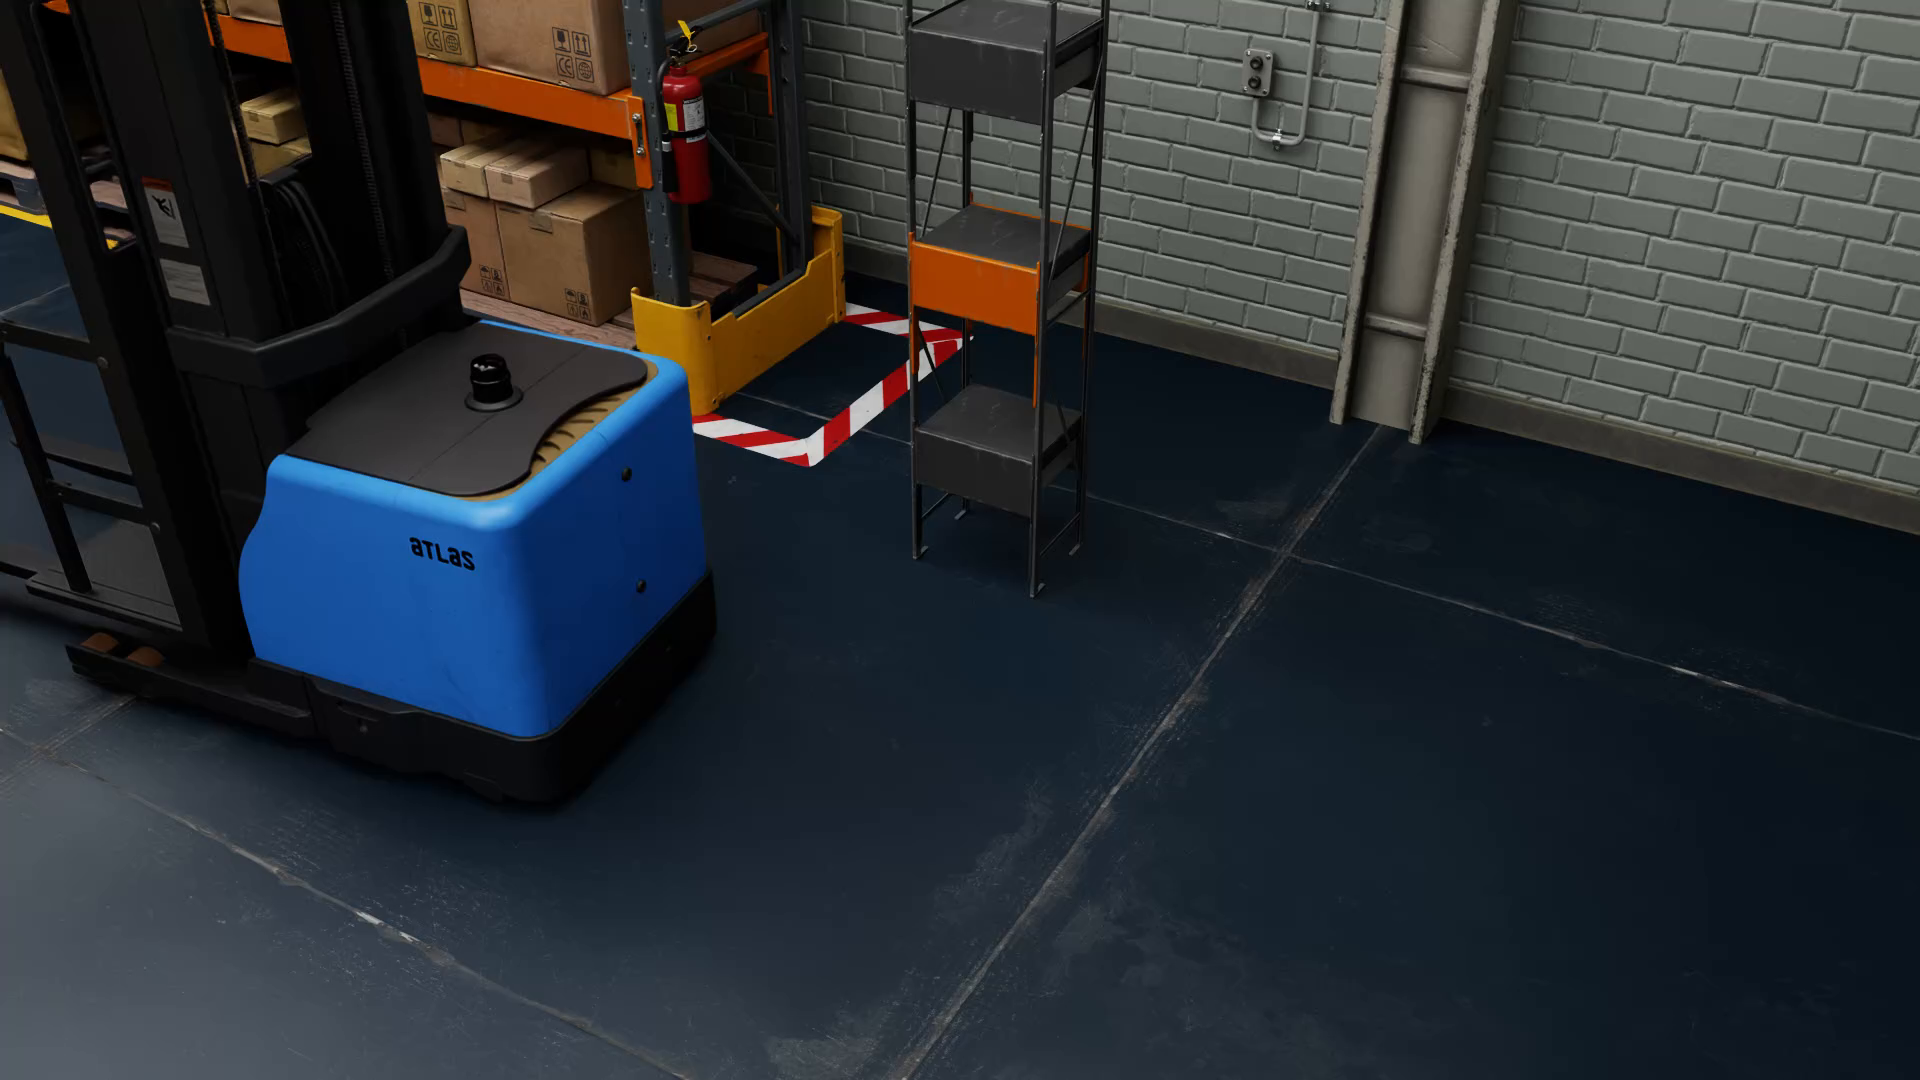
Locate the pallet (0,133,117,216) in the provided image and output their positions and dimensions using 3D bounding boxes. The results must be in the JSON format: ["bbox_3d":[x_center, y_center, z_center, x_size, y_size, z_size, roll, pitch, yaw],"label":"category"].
[{"bbox_3d":[-5.153,-2.209,9.376,1.213,0.211,1.003,18,37,24],"label":"pallet"}]

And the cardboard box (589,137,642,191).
[{"bbox_3d":[-1.422,-1.704,7.394,0.250,0.149,0.380,18,38,25],"label":"cardboard box"}]

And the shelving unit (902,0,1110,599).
[{"bbox_3d":[0.144,-0.828,5.600,0.503,2.100,0.431,18,37,24],"label":"shelving unit"}]

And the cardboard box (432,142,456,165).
[{"bbox_3d":[-2.501,-1.648,7.894,0.500,0.500,0.700,16,37,23],"label":"cardboard box"}]

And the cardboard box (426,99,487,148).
[{"bbox_3d":[-2.300,-1.982,7.811,0.250,0.149,0.380,18,38,25],"label":"cardboard box"}]

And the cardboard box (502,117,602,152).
[{"bbox_3d":[-1.862,-1.843,7.602,0.250,0.149,0.380,18,38,25],"label":"cardboard box"}]

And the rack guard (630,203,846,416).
[{"bbox_3d":[-0.951,-1.046,7.370,0.348,0.500,1.175,18,37,24],"label":"rack guard"}]

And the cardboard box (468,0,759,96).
[{"bbox_3d":[-1.420,-2.354,6.808,0.700,0.700,0.980,19,38,26],"label":"cardboard box"}]

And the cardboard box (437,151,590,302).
[{"bbox_3d":[-2.064,-1.510,7.687,0.500,0.500,0.700,17,37,24],"label":"cardboard box"}]

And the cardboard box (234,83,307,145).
[{"bbox_3d":[-3.187,-2.017,7.864,0.250,0.149,0.380,16,37,23],"label":"cardboard box"}]

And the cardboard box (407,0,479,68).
[{"bbox_3d":[-2.057,-2.548,7.100,0.700,0.700,0.980,17,37,24],"label":"cardboard box"}]

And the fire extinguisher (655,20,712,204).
[{"bbox_3d":[-1.070,-1.642,6.416,0.183,0.674,0.296,18,37,24],"label":"fire extinguisher"}]

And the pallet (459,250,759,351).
[{"bbox_3d":[-1.705,-1.115,7.734,1.213,0.211,1.003,18,37,24],"label":"pallet"}]

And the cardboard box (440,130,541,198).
[{"bbox_3d":[-2.054,-1.660,7.327,0.250,0.149,0.380,19,38,26],"label":"cardboard box"}]

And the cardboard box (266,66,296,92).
[{"bbox_3d":[-3.187,-2.262,8.232,0.250,0.149,0.380,16,37,23],"label":"cardboard box"}]

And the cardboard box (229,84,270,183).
[{"bbox_3d":[-3.412,-1.933,8.323,0.500,0.500,0.700,17,37,24],"label":"cardboard box"}]

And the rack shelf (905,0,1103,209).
[{"bbox_3d":[0.144,-1.400,5.219,0.480,0.518,0.431,18,37,24],"label":"rack shelf"}]

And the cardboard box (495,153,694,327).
[{"bbox_3d":[-1.630,-1.372,7.481,0.500,0.500,0.700,18,37,24],"label":"cardboard box"}]

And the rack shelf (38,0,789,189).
[{"bbox_3d":[-2.709,-2.344,7.713,4.000,0.370,1.077,18,37,24],"label":"rack shelf"}]

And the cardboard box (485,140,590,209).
[{"bbox_3d":[-1.832,-1.590,7.222,0.250,0.149,0.380,17,37,24],"label":"cardboard box"}]

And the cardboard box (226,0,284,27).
[{"bbox_3d":[-2.715,-2.763,7.422,0.700,0.700,0.980,16,37,22],"label":"cardboard box"}]

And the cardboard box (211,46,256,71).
[{"bbox_3d":[-3.874,-2.478,8.556,0.250,0.149,0.380,17,37,24],"label":"cardboard box"}]

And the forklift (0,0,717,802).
[{"bbox_3d":[-2.395,-0.956,5.041,3.031,2.935,1.130,13,36,19],"label":"forklift"}]

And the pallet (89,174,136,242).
[{"bbox_3d":[-3.824,-1.786,8.742,1.213,0.211,1.003,18,37,24],"label":"pallet"}]

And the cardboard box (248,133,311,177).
[{"bbox_3d":[-2.968,-1.791,8.109,0.500,0.500,0.700,18,38,25],"label":"cardboard box"}]

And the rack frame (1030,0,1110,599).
[{"bbox_3d":[0.356,-0.761,5.499,0.015,2.100,0.400,18,37,24],"label":"rack frame"}]

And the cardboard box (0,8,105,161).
[{"bbox_3d":[-5.074,-2.590,8.993,0.750,0.750,0.750,18,38,25],"label":"cardboard box"}]

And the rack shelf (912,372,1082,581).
[{"bbox_3d":[0.144,-0.234,5.995,0.480,0.518,0.431,18,37,24],"label":"rack shelf"}]

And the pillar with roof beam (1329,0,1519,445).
[{"bbox_3d":[-0.335,-2.192,1.424,0.400,9.000,9.100,18,37,24],"label":"pillar with roof beam"}]

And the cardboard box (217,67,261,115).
[{"bbox_3d":[-3.640,-2.161,8.080,0.250,0.149,0.380,19,38,26],"label":"cardboard box"}]

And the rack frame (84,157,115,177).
[{"bbox_3d":[-4.445,-3.193,8.339,0.127,3.000,1.000,18,37,24],"label":"rack frame"}]

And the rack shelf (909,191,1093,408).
[{"bbox_3d":[0.144,-0.817,5.607,0.480,0.518,0.431,18,37,24],"label":"rack shelf"}]

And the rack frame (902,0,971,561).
[{"bbox_3d":[-0.068,-0.896,5.700,0.015,2.100,0.400,18,37,24],"label":"rack frame"}]

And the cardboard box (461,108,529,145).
[{"bbox_3d":[-2.079,-1.912,7.706,0.250,0.149,0.380,18,38,25],"label":"cardboard box"}]

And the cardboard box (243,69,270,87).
[{"bbox_3d":[-3.847,-2.073,8.533,0.500,0.500,0.700,18,38,25],"label":"cardboard box"}]

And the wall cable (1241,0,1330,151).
[{"bbox_3d":[0.609,-2.619,6.561,1.851,1.984,0.084,18,37,24],"label":"wall cable"}]

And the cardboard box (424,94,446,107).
[{"bbox_3d":[-2.524,-2.052,7.916,0.250,0.149,0.380,18,38,25],"label":"cardboard box"}]

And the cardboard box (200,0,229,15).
[{"bbox_3d":[-3.351,-2.958,7.715,0.700,0.700,0.980,17,37,23],"label":"cardboard box"}]

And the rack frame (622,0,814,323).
[{"bbox_3d":[-0.972,-2.093,6.687,0.127,3.000,1.000,18,37,24],"label":"rack frame"}]
